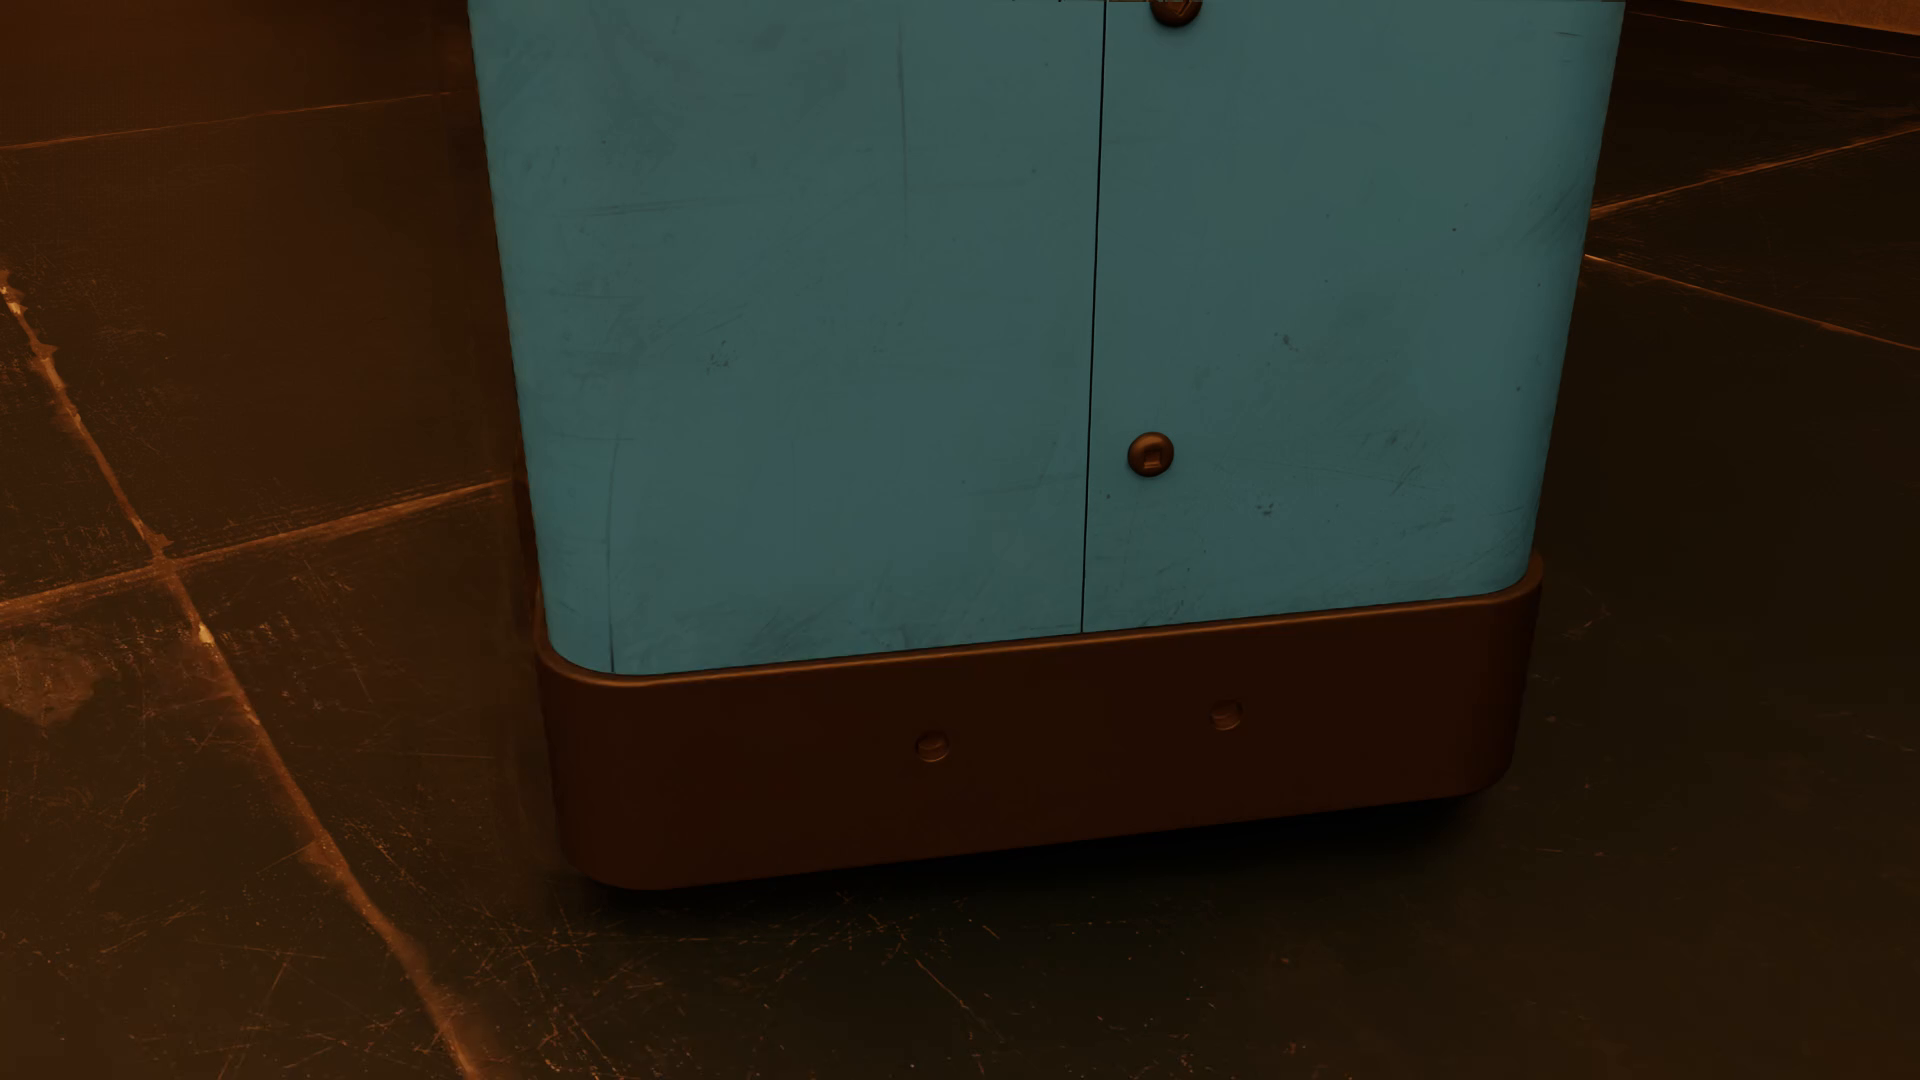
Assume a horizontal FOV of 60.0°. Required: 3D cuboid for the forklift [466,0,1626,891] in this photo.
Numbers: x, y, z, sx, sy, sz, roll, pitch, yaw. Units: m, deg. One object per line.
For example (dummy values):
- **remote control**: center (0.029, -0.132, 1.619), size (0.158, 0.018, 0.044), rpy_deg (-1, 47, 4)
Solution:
- **forklift**: center (-0.163, -1.601, 2.422), size (1.130, 2.935, 3.031), rpy_deg (-5, 27, -10)
